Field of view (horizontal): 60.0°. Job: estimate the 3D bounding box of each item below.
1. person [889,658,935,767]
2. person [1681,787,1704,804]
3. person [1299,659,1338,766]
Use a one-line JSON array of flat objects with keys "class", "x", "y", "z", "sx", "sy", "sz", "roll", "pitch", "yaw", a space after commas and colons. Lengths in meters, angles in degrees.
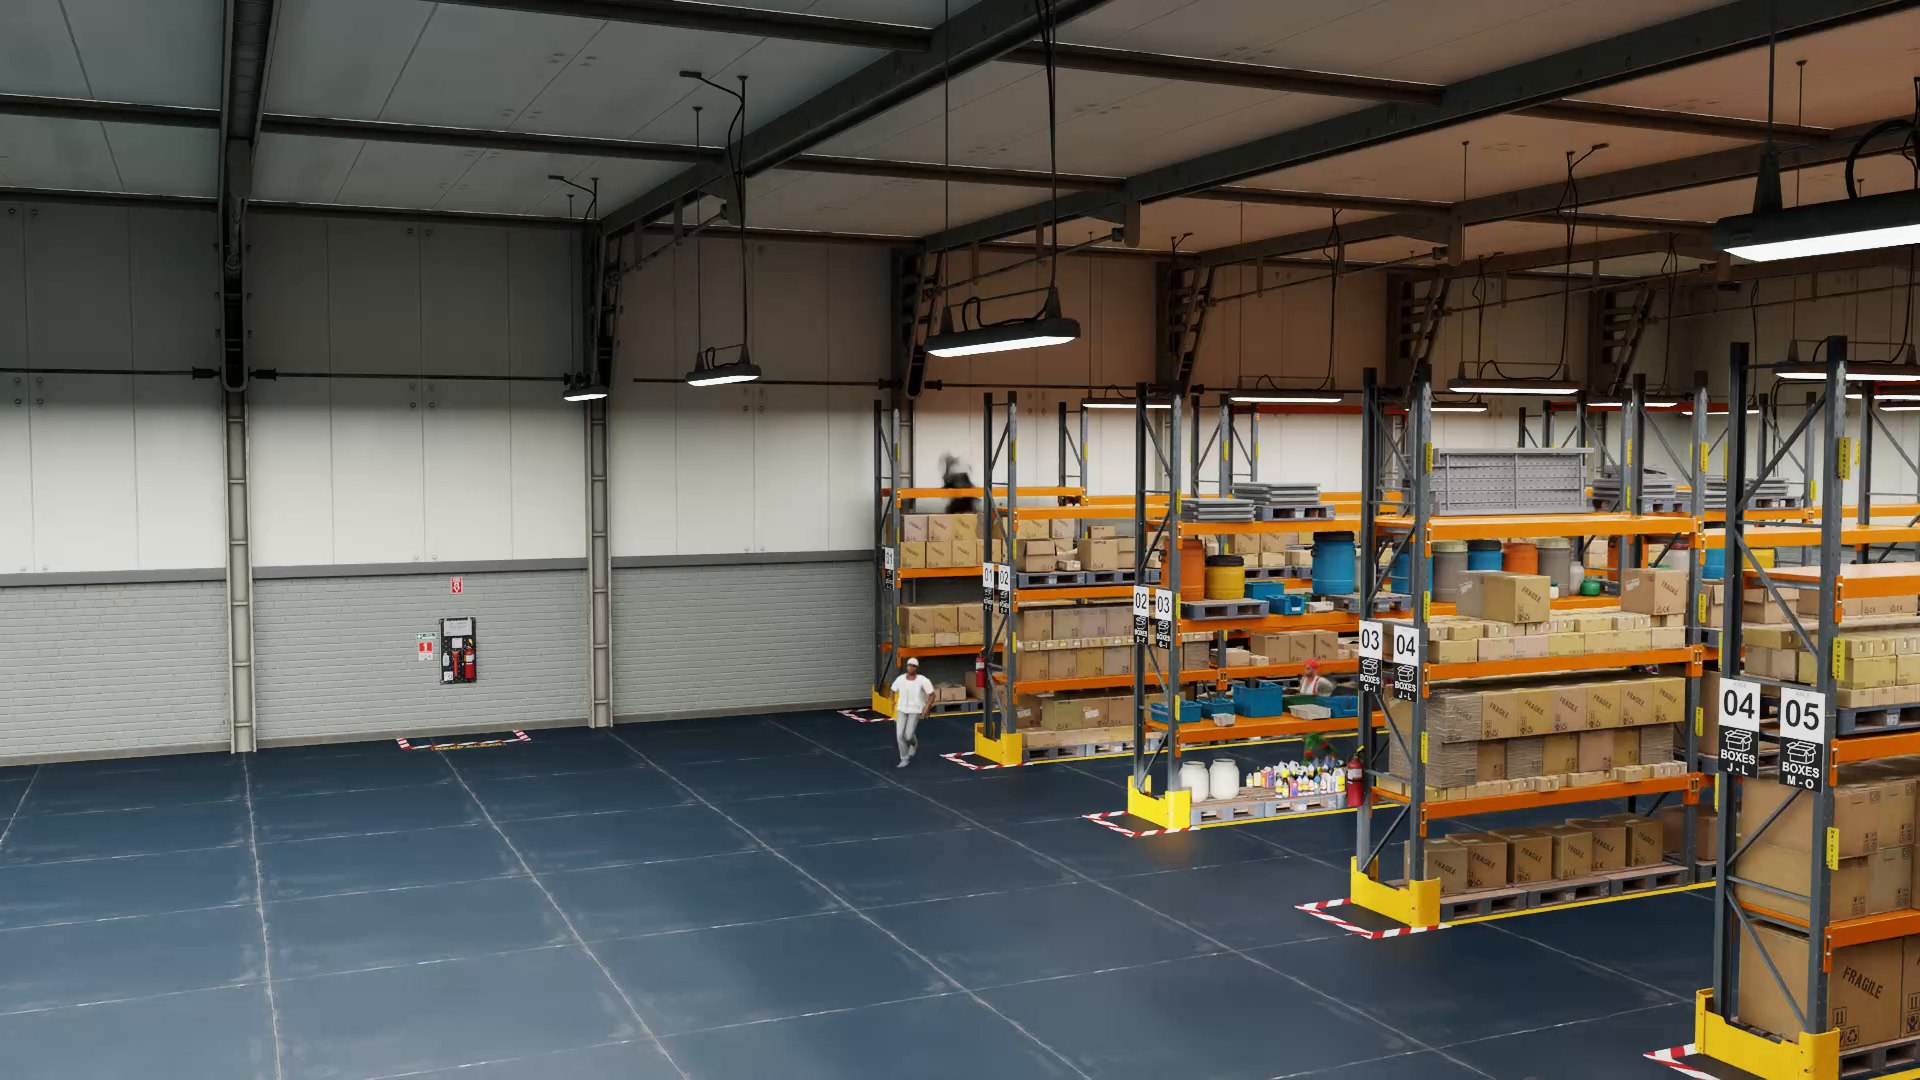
[{"class": "person", "x": -0.800, "y": 2.760, "z": 26.743, "sx": 0.764, "sy": 1.740, "sz": 0.571, "roll": 1, "pitch": 3, "yaw": 18}, {"class": "person", "x": 10.411, "y": 2.934, "z": 23.547, "sx": 0.829, "sy": 1.771, "sz": 0.673, "roll": -2, "pitch": 4, "yaw": -33}, {"class": "person", "x": 5.592, "y": 2.747, "z": 26.099, "sx": 0.984, "sy": 1.777, "sz": 0.634, "roll": -2, "pitch": 4, "yaw": -29}]
